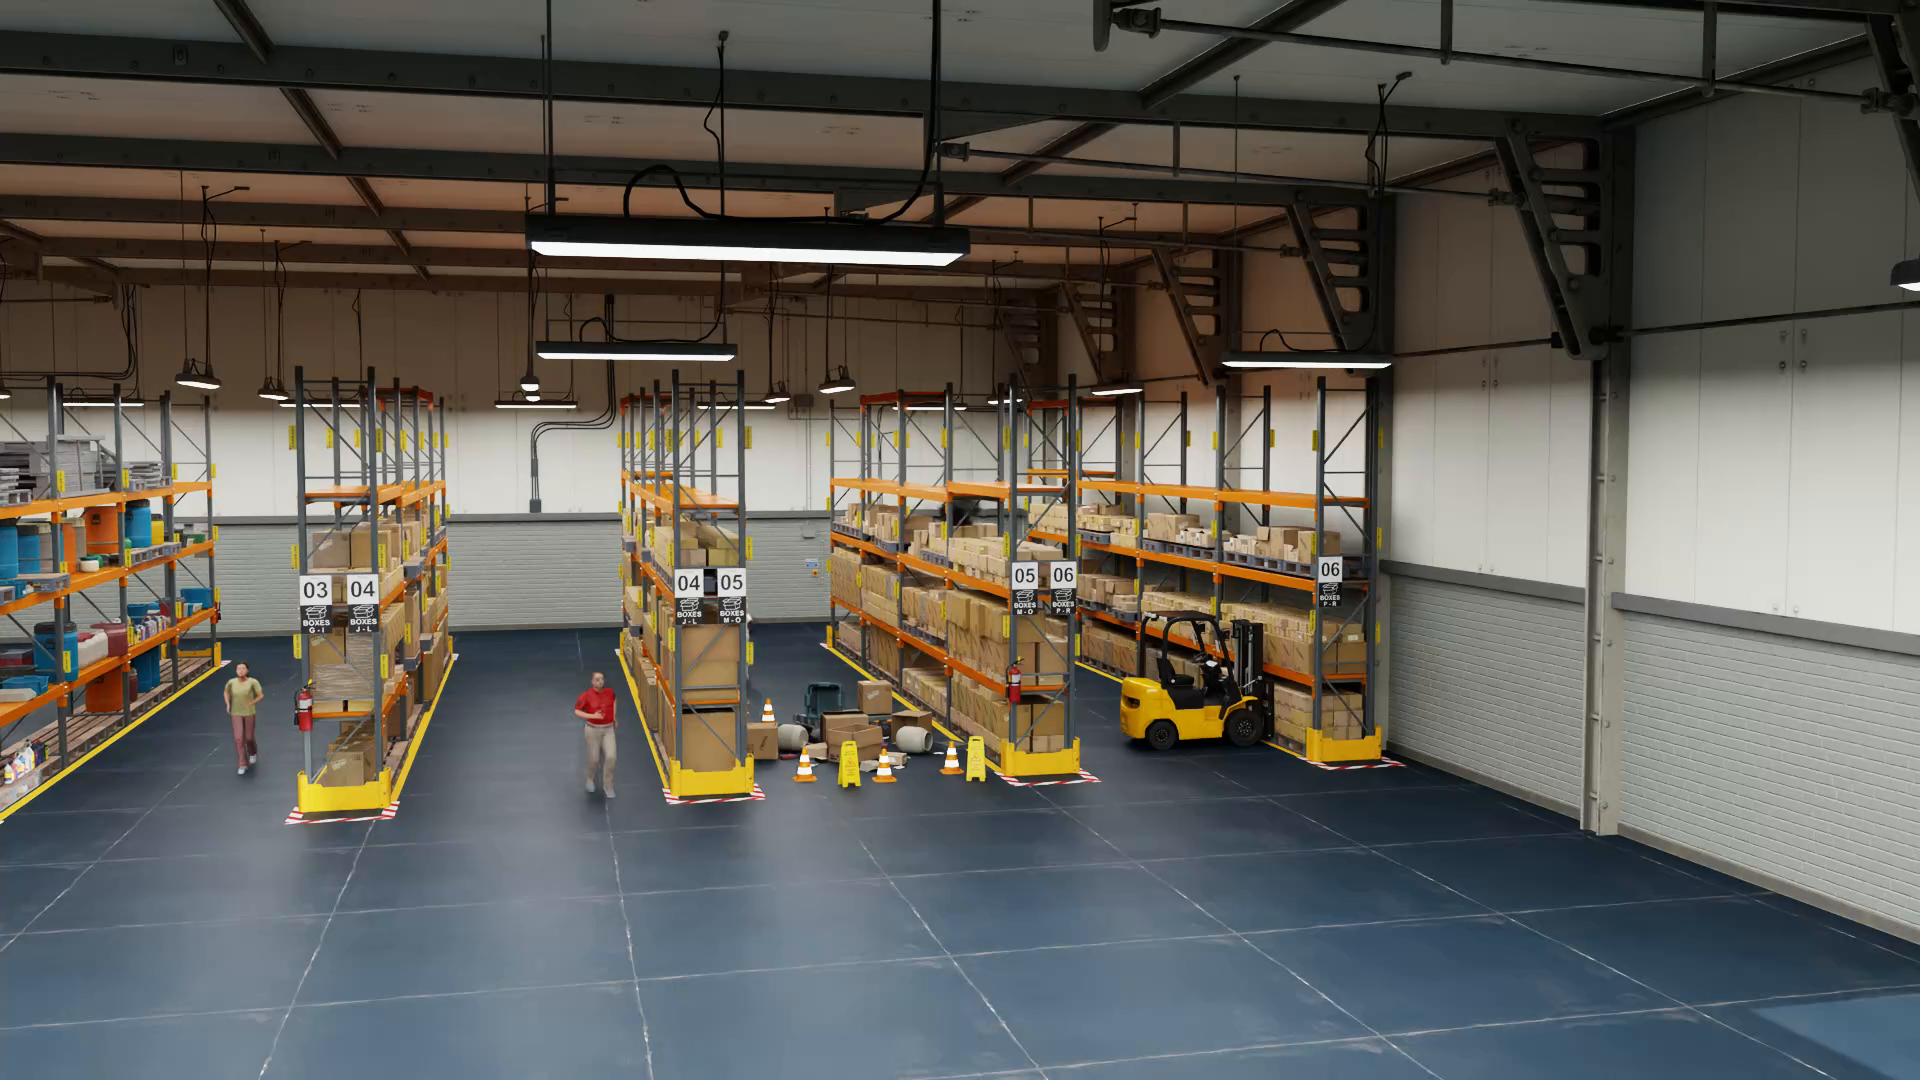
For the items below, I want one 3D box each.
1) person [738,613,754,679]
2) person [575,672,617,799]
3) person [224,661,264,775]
[{"bbox_3d":[-4.583,2.105,34.665,0.555,1.737,0.787,-1,3,-12],"label":"person"},{"bbox_3d":[-5.121,2.763,23.487,0.690,1.821,0.760,-2,4,-33],"label":"person"},{"bbox_3d":[-10.867,2.666,25.227,0.582,1.672,0.805,-1,4,-14],"label":"person"}]
